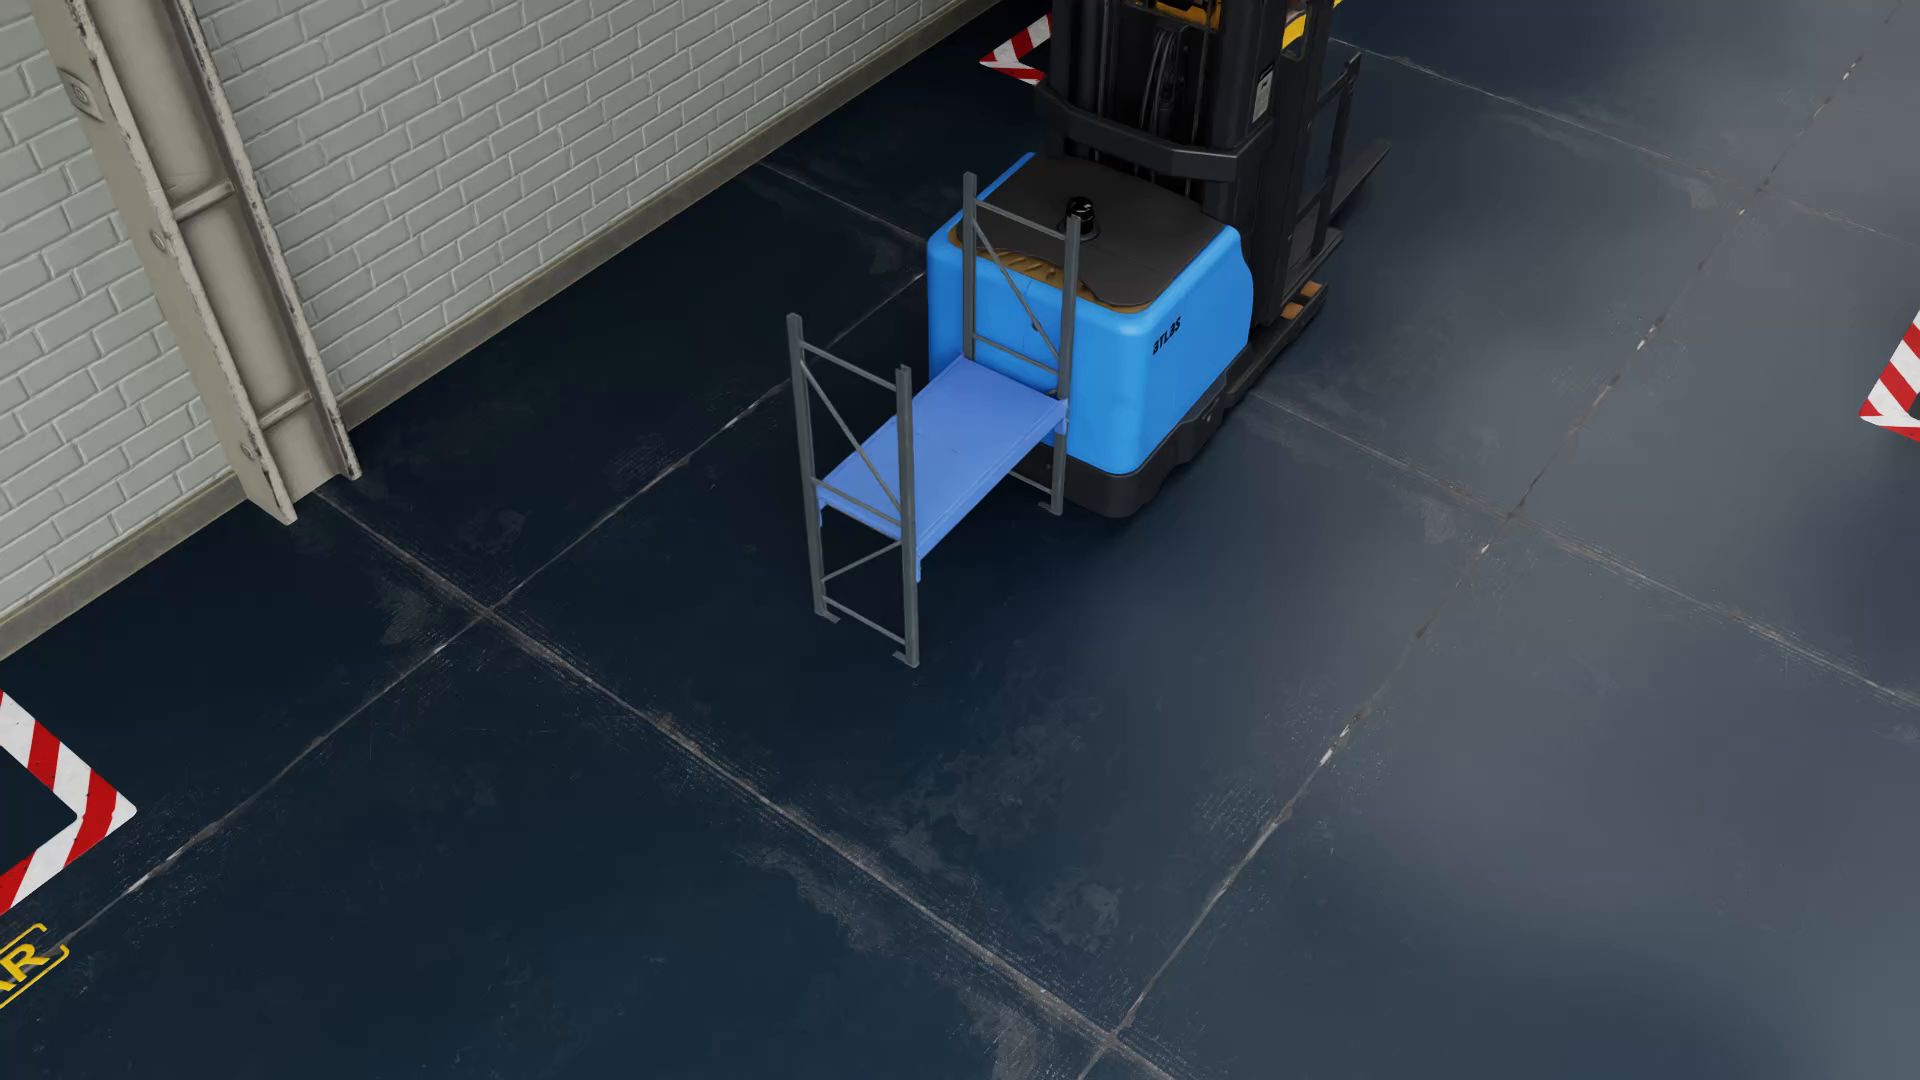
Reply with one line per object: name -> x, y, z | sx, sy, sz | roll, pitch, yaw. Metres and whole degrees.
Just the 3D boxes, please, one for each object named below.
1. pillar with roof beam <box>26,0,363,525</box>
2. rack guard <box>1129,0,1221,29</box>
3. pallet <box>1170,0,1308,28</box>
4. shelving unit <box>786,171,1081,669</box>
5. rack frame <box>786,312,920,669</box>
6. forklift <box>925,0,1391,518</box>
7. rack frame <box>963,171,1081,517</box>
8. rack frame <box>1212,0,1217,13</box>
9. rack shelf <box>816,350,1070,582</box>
pillar with roof beam -> 0.585, -1.446, 2.073 | 9.100, 9.000, 0.400 | 29, 53, 25
rack guard -> 1.150, -3.107, 9.537 | 1.175, 0.500, 0.348 | 29, 53, 25
pallet -> 1.675, -3.457, 10.071 | 1.003, 0.211, 1.213 | 29, 53, 25
shelving unit -> -0.074, -0.432, 6.290 | 0.538, 1.500, 1.048 | 27, 52, 24
rack frame -> -0.369, -0.133, 6.004 | 0.500, 1.500, 0.032 | 27, 52, 24
forklift -> 1.095, -2.140, 6.932 | 1.130, 2.935, 3.031 | 26, 52, 23
rack frame -> 0.222, -0.731, 6.575 | 0.500, 1.500, 0.032 | 27, 52, 24
rack frame -> 1.104, -3.927, 8.592 | 1.000, 3.000, 0.127 | 29, 53, 25
rack shelf -> -0.074, -0.307, 6.420 | 0.538, 0.185, 1.000 | 27, 52, 24
